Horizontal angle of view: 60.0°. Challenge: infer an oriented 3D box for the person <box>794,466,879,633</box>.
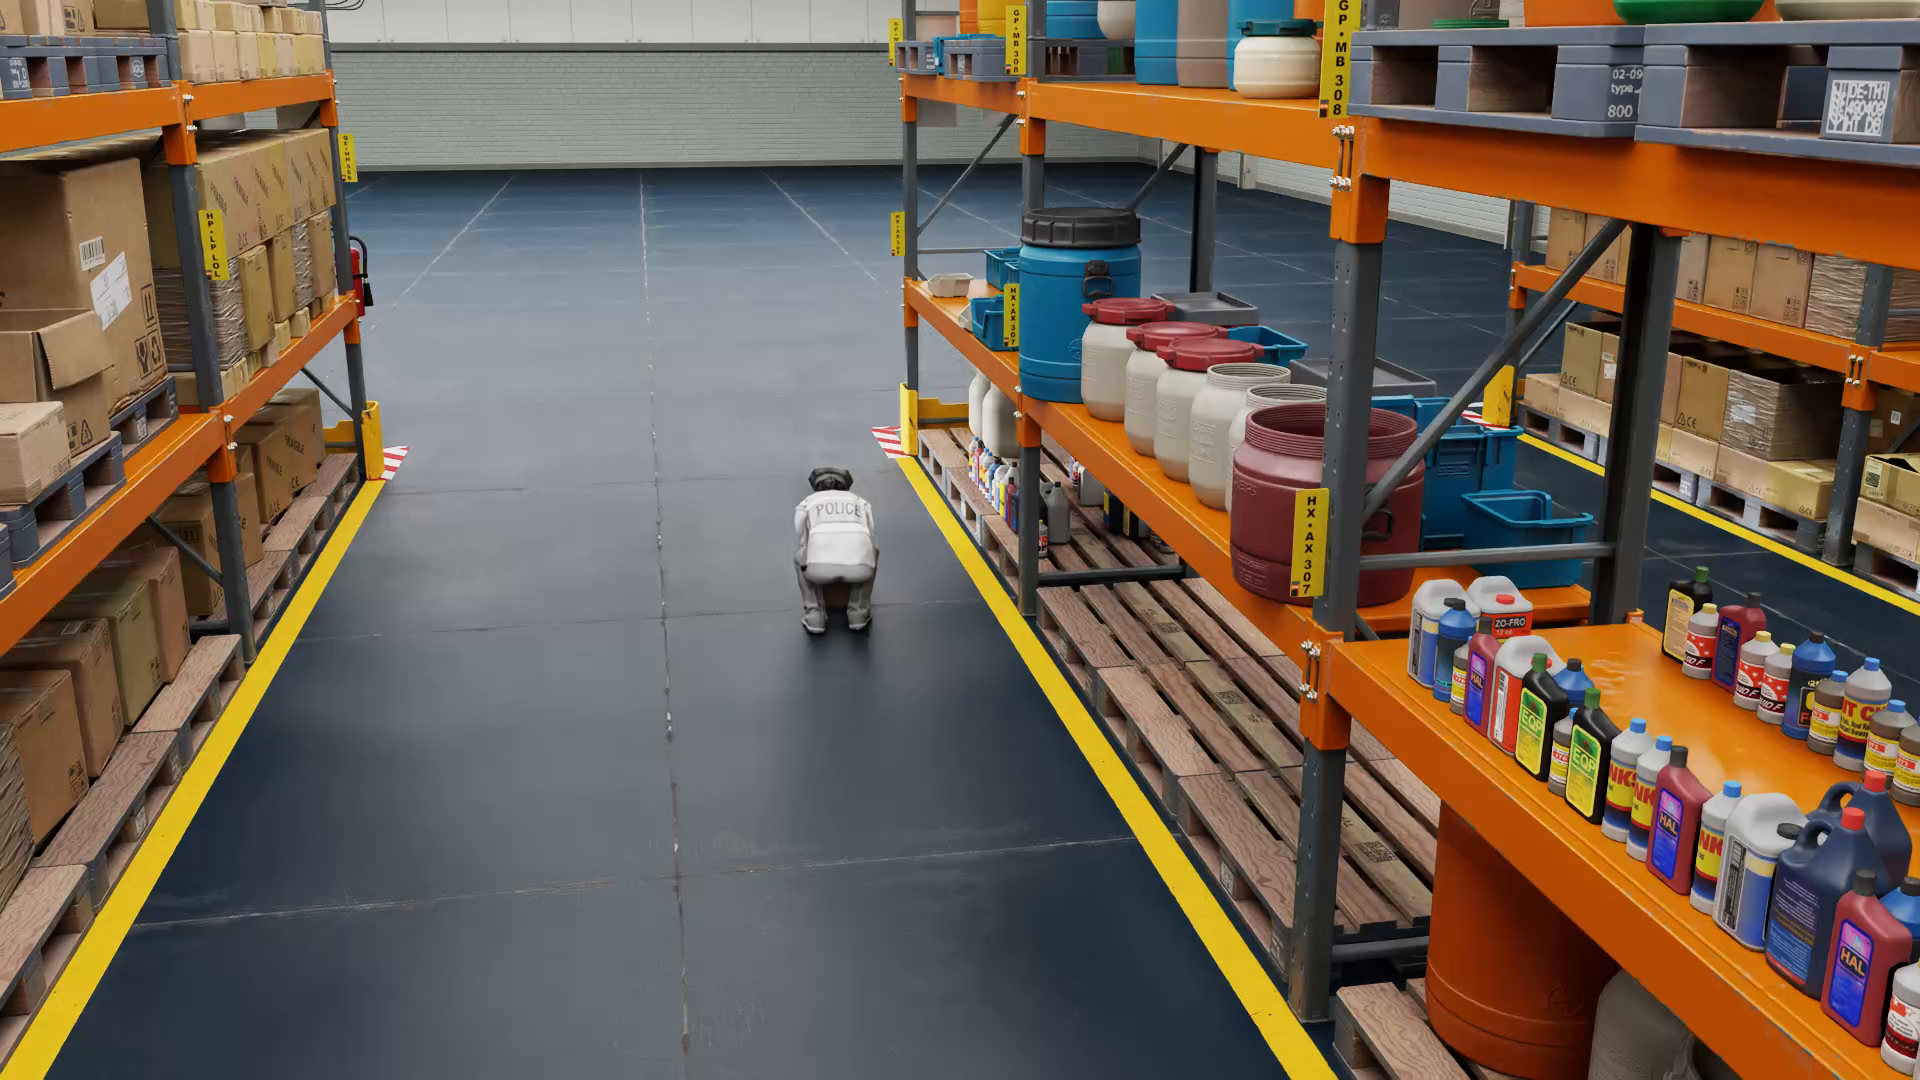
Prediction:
[{"bbox_3d":[-0.667,0.081,8.952,0.464,0.841,0.892,-1,17,-3],"label":"person"}]
